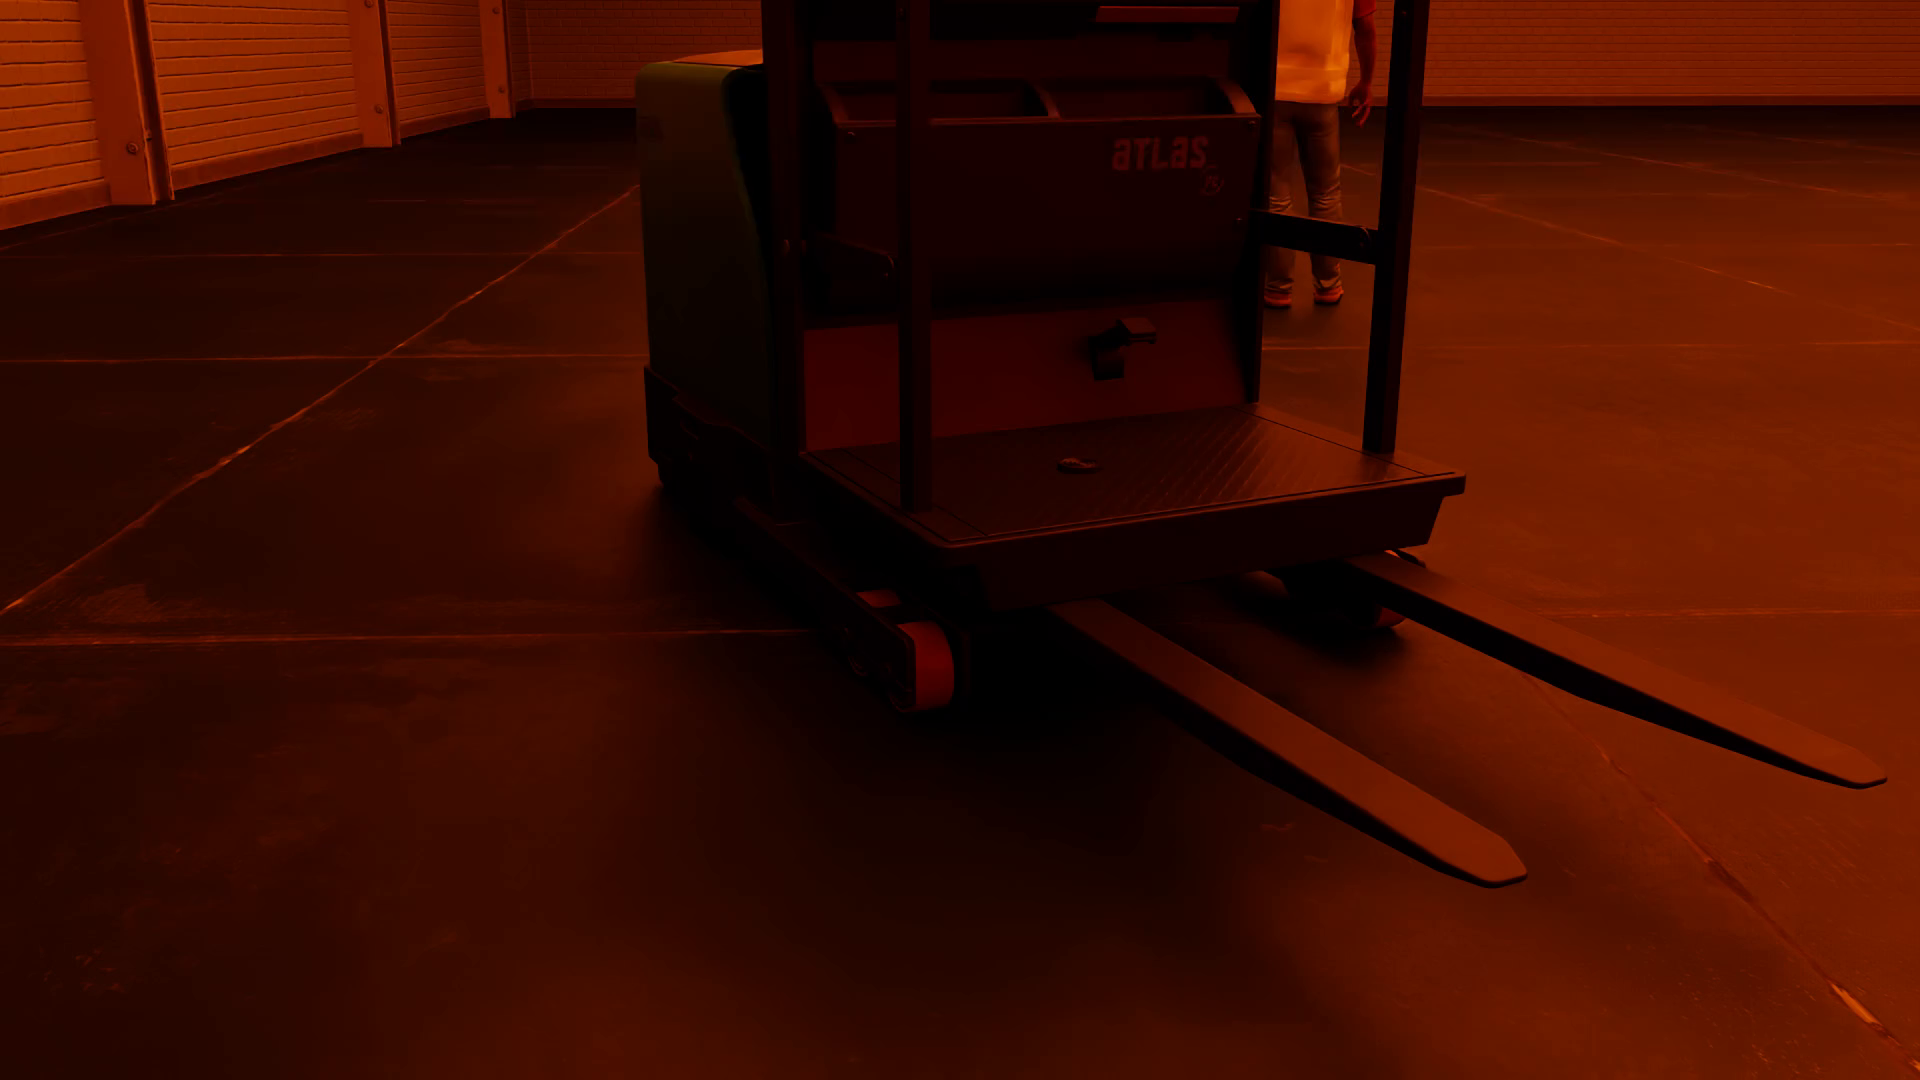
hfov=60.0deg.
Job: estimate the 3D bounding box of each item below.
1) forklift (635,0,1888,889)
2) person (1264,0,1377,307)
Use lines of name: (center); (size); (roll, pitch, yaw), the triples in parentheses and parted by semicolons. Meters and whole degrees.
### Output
forklift: (0.258, -1.240, 2.962); (1.130, 2.935, 3.031); (-8, 19, -24)
person: (1.402, -1.884, 7.033); (0.666, 1.765, 0.578); (0, 17, 0)
